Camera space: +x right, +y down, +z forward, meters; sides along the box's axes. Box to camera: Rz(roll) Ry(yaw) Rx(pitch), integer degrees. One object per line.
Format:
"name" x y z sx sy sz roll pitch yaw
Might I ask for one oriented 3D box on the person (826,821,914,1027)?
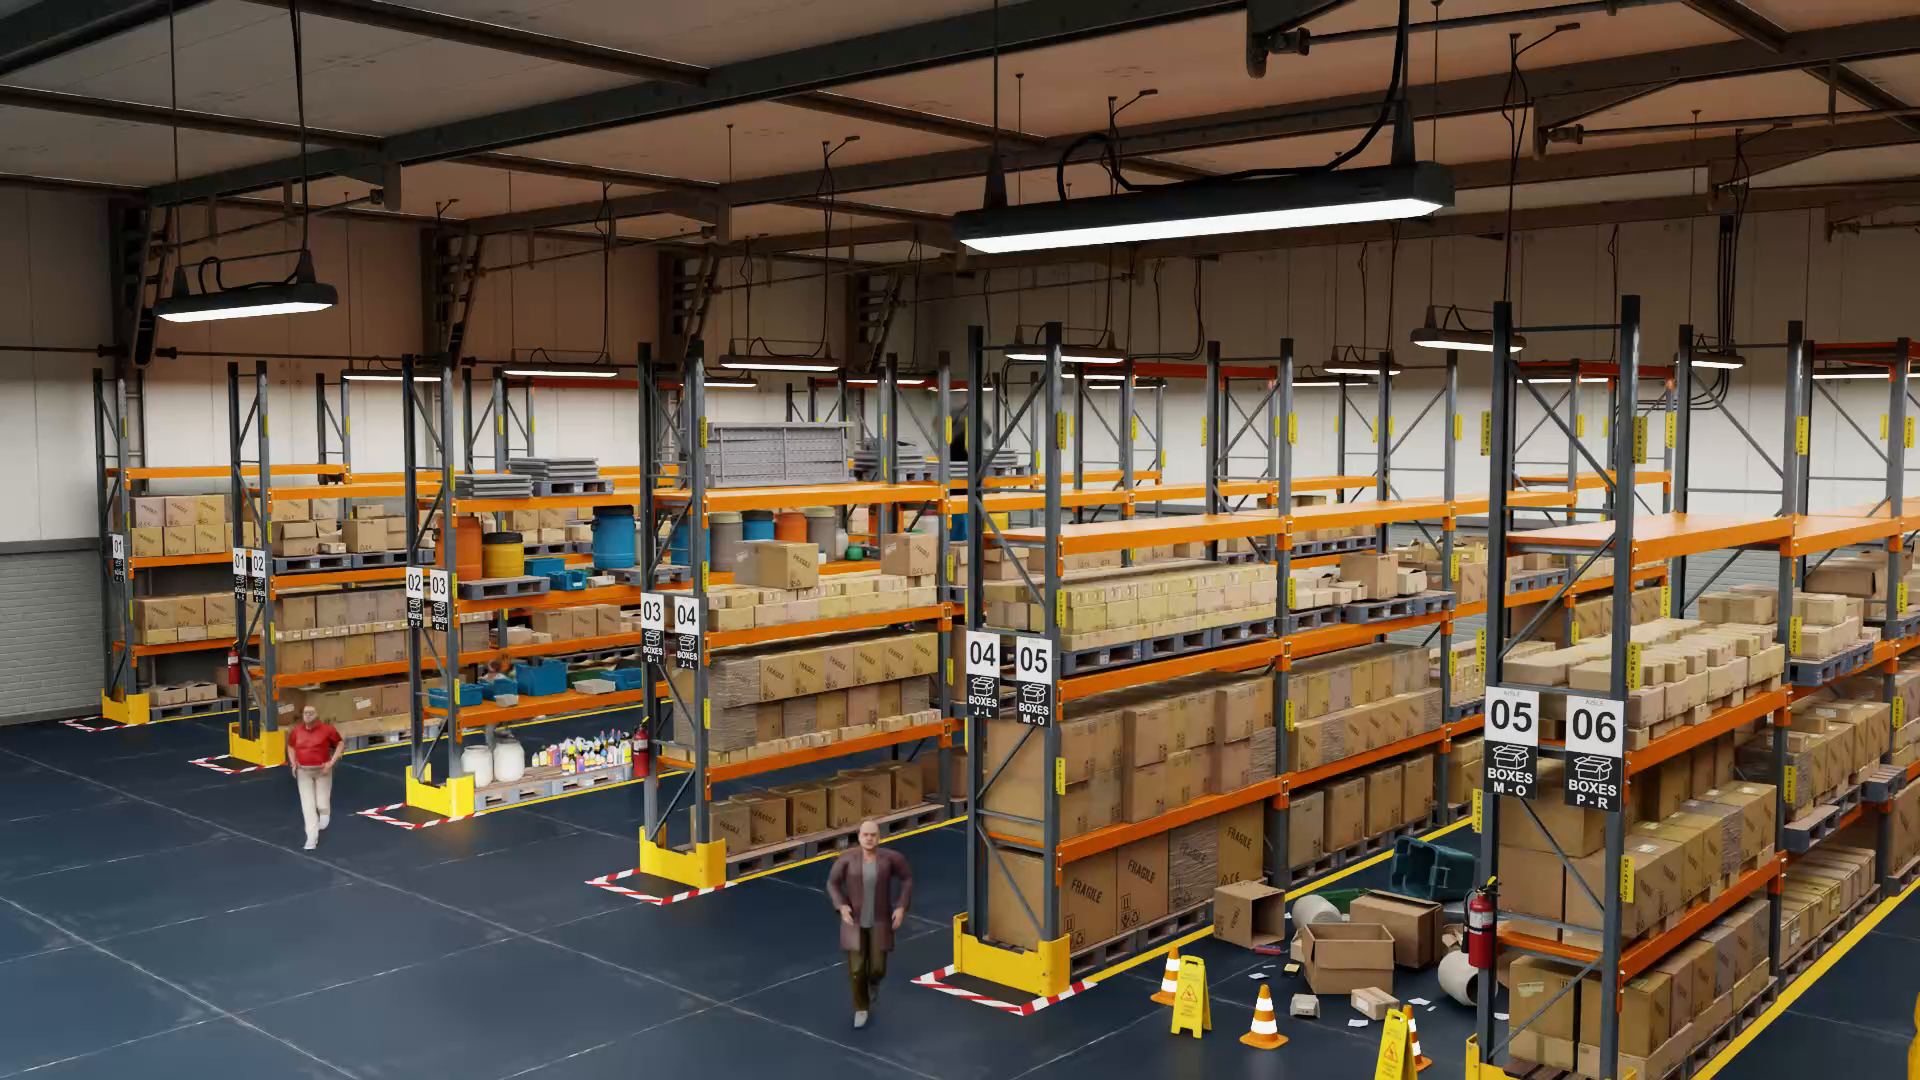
"person" -0.771 3.264 14.275 0.762 1.739 0.678 0 4 -3

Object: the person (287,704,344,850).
"person" -7.815 2.829 20.189 0.659 1.719 0.776 -1 4 -10

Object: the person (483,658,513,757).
"person" -6.941 2.553 24.882 0.537 1.585 0.779 2 5 28
